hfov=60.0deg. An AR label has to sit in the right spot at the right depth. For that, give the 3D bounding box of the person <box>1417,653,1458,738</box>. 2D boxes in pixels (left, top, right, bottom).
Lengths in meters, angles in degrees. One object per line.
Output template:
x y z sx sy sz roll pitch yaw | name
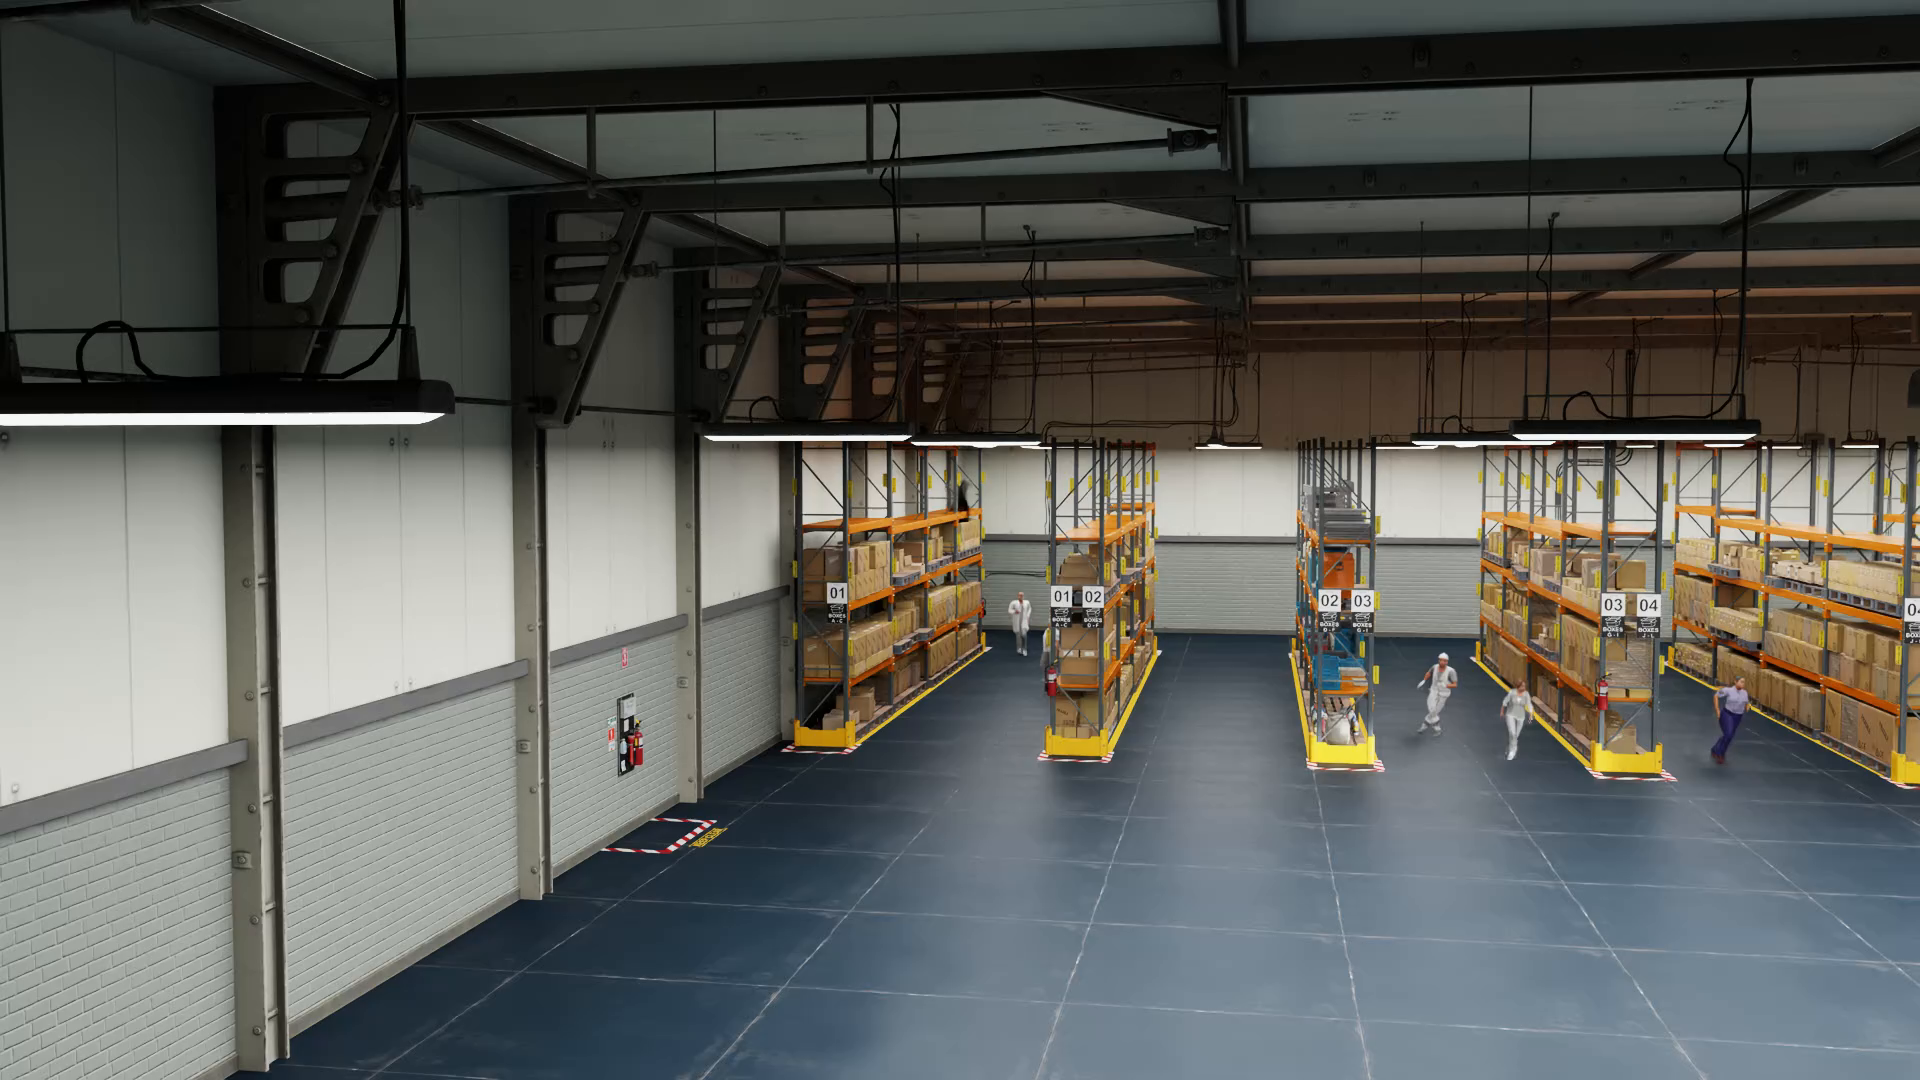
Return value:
9.553 3.084 33.295 0.810 1.685 0.723 1 3 21 | person

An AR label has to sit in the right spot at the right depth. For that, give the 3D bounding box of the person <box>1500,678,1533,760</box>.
10.338 3.306 30.861 0.502 1.519 0.770 0 3 2 | person

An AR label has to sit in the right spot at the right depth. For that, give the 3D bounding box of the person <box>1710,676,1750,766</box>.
14.135 3.292 30.580 0.747 1.614 0.750 -1 3 -14 | person

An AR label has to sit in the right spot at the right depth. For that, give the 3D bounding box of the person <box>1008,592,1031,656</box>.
1.690 2.378 46.865 0.675 1.837 0.807 0 3 -6 | person

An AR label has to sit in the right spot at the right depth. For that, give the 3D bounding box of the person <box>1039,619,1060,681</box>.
2.207 2.754 40.777 0.649 1.683 0.494 3 4 44 | person
